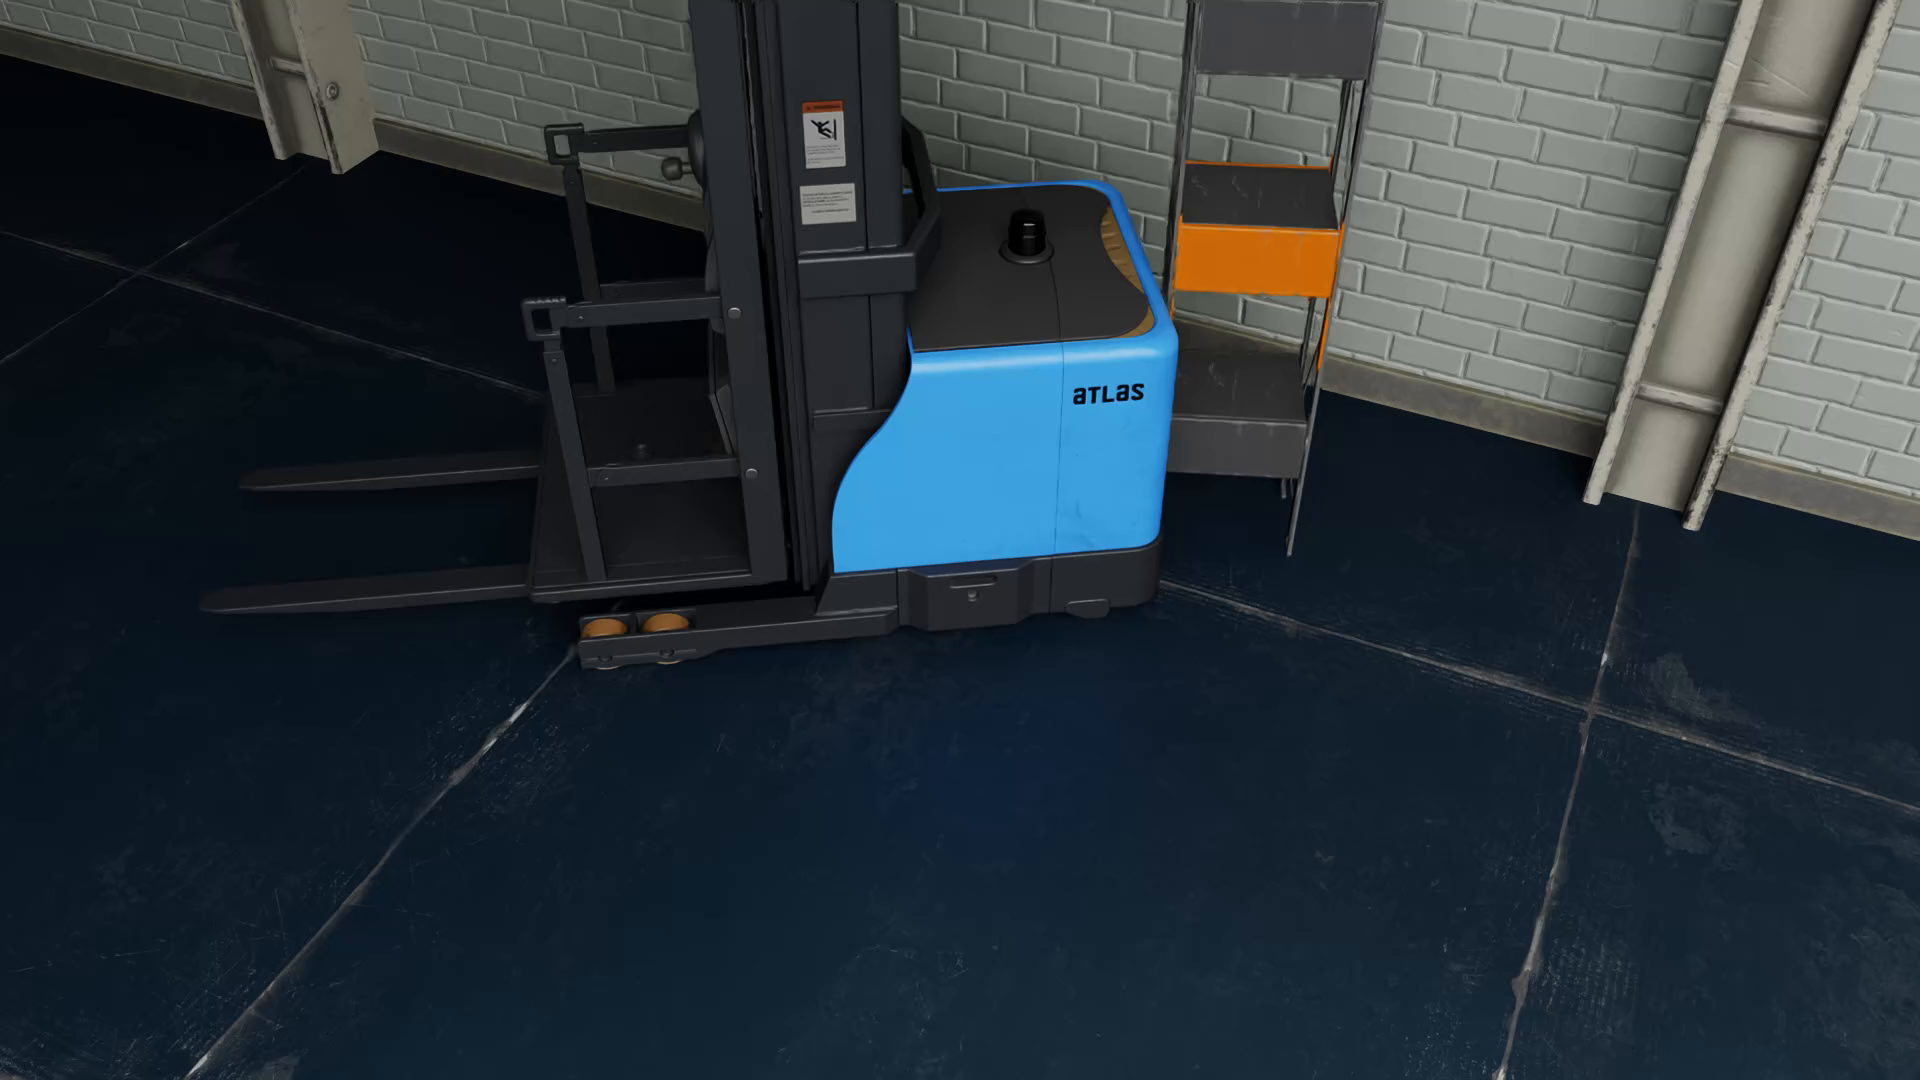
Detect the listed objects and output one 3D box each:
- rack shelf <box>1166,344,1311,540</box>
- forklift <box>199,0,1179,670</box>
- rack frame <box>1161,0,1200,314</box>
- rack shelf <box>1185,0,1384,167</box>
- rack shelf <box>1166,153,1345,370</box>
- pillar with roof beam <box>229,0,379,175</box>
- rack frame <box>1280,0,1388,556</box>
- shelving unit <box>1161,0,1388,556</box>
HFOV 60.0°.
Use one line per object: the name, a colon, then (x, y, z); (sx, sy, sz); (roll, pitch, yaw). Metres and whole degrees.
rack shelf: (0.899, -0.344, 5.633); (0.480, 0.518, 0.431); (3, 41, 4)
forklift: (-0.904, -1.065, 4.741); (3.031, 2.935, 1.130); (-5, 41, -5)
rack frame: (0.656, -0.897, 5.182); (0.015, 2.100, 0.400); (3, 41, 4)
rack shelf: (0.899, -1.402, 4.716); (0.480, 0.518, 0.431); (3, 41, 4)
rack shelf: (0.899, -0.873, 5.174); (0.480, 0.518, 0.431); (3, 41, 4)
pillar with roof beam: (-4.803, -2.682, 1.973); (0.400, 9.000, 9.100); (17, 44, 19)
rack frame: (1.142, -0.869, 5.149); (0.015, 2.100, 0.400); (3, 41, 4)
shelving unit: (0.899, -0.883, 5.165); (0.503, 2.100, 0.431); (3, 41, 4)
